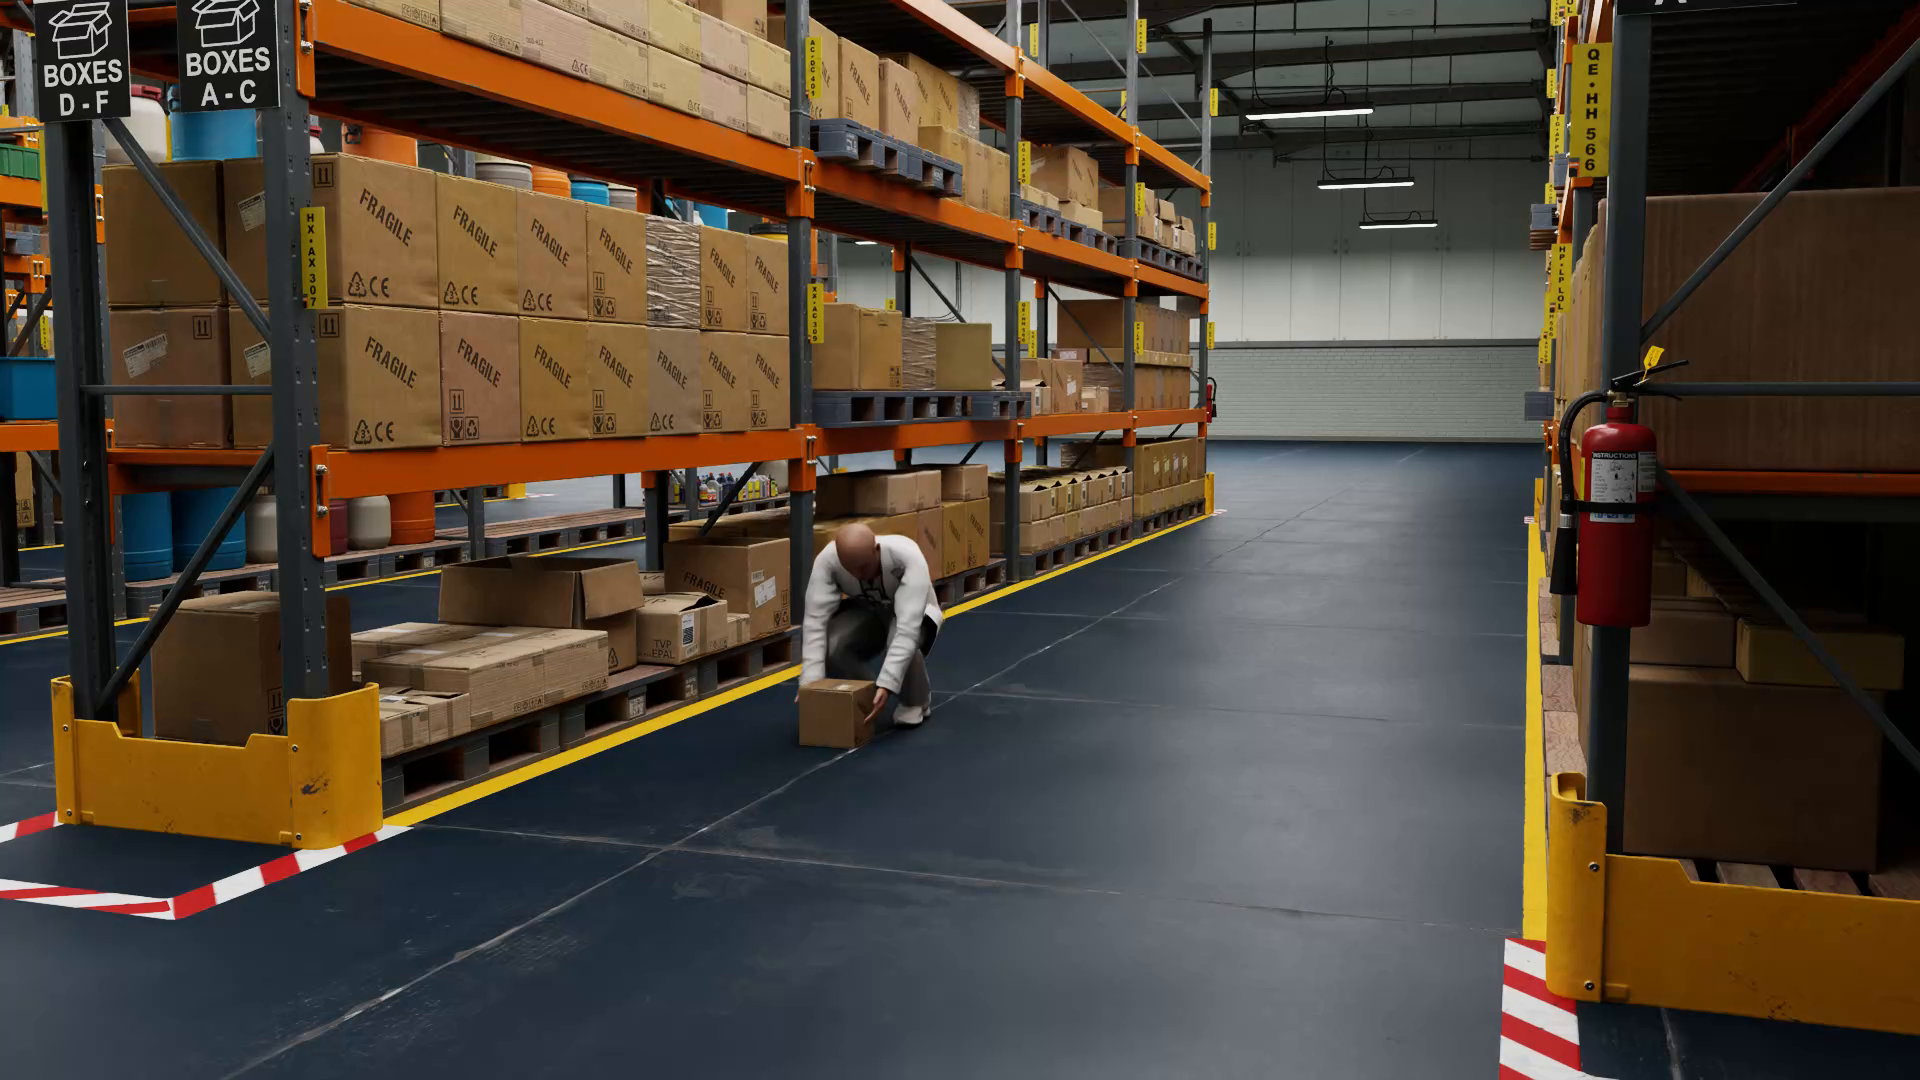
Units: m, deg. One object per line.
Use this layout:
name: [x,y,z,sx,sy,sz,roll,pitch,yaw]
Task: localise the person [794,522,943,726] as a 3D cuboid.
person: [-0.380,0.382,7.475,0.609,0.922,0.913,2,5,22]
